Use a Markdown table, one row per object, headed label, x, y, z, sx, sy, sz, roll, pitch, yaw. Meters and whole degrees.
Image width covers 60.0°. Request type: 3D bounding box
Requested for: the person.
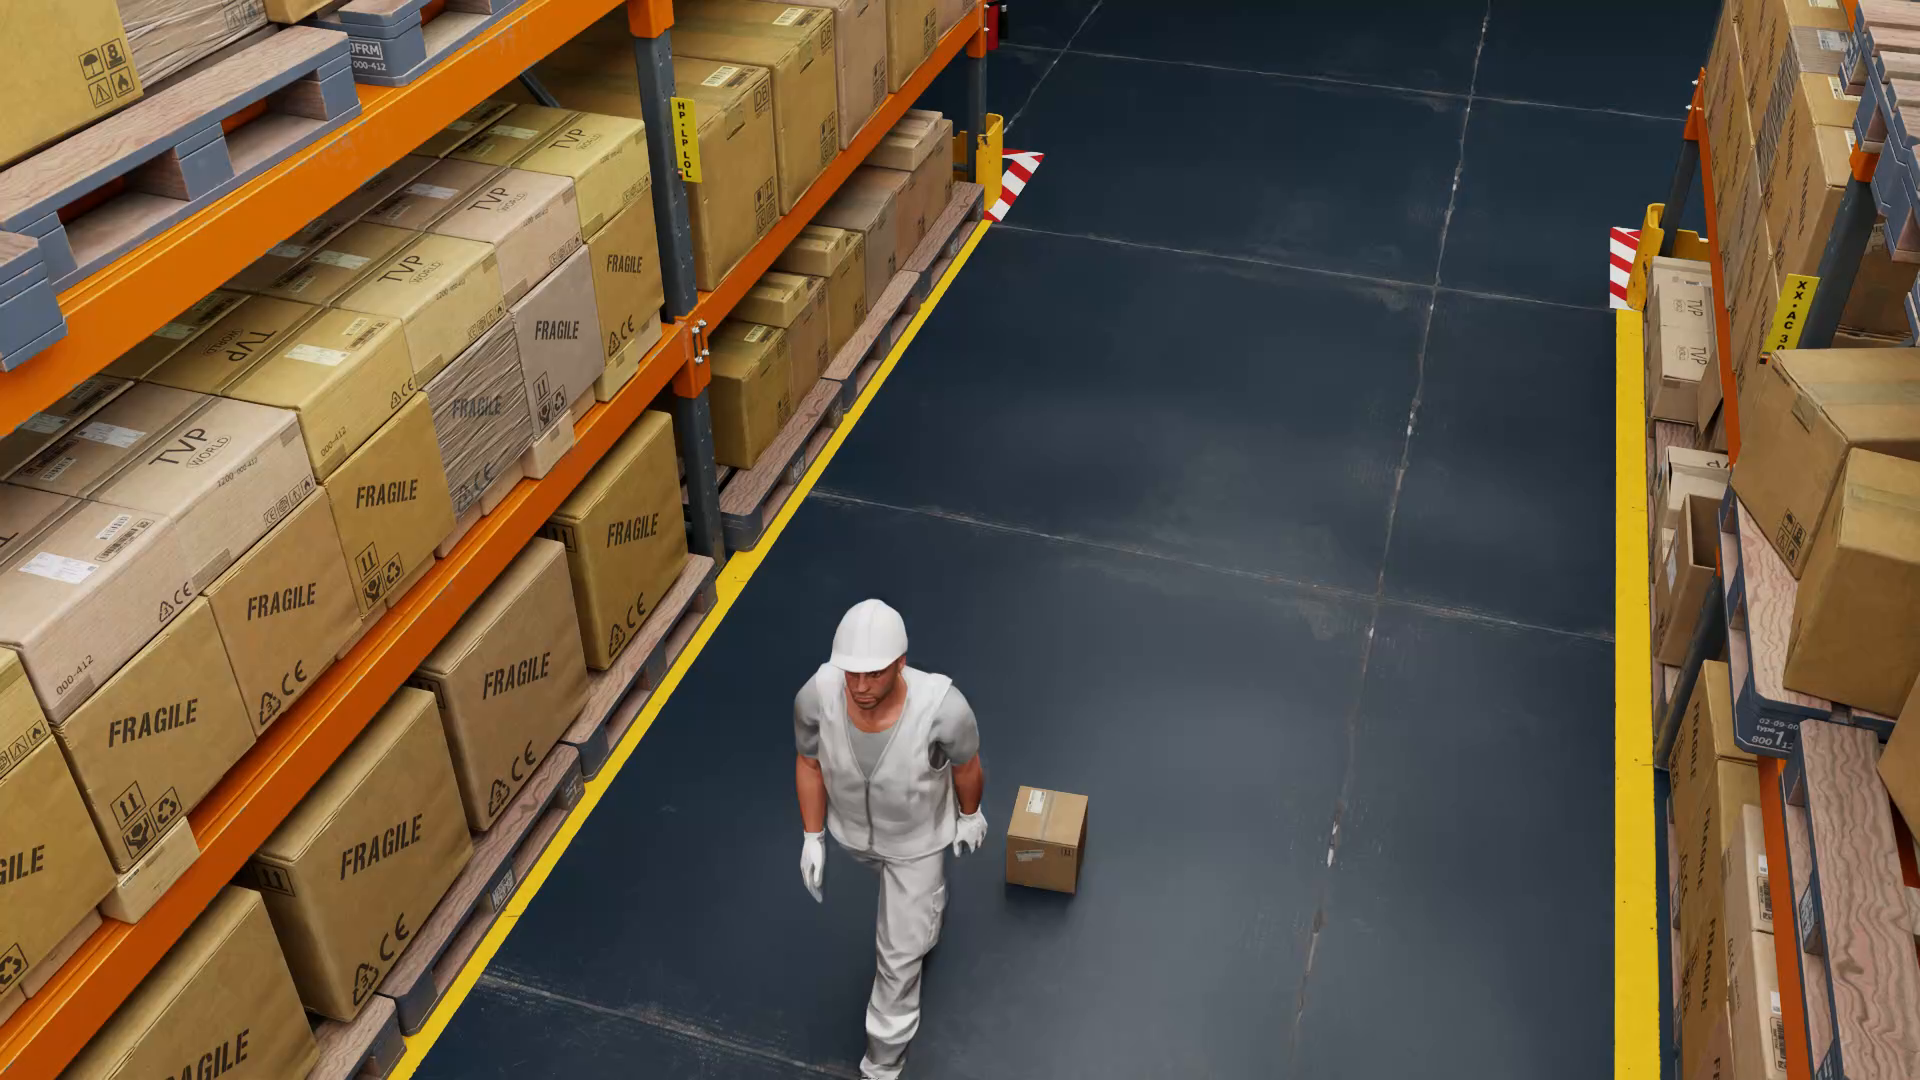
| label | x | y | z | sx | sy | sz | roll | pitch | yaw |
| --- | --- | --- | --- | --- | --- | --- | --- | --- | --- |
| person | -0.238 | 0.881 | 4.945 | 0.528 | 1.722 | 1.079 | 13 | 39 | 17 |
